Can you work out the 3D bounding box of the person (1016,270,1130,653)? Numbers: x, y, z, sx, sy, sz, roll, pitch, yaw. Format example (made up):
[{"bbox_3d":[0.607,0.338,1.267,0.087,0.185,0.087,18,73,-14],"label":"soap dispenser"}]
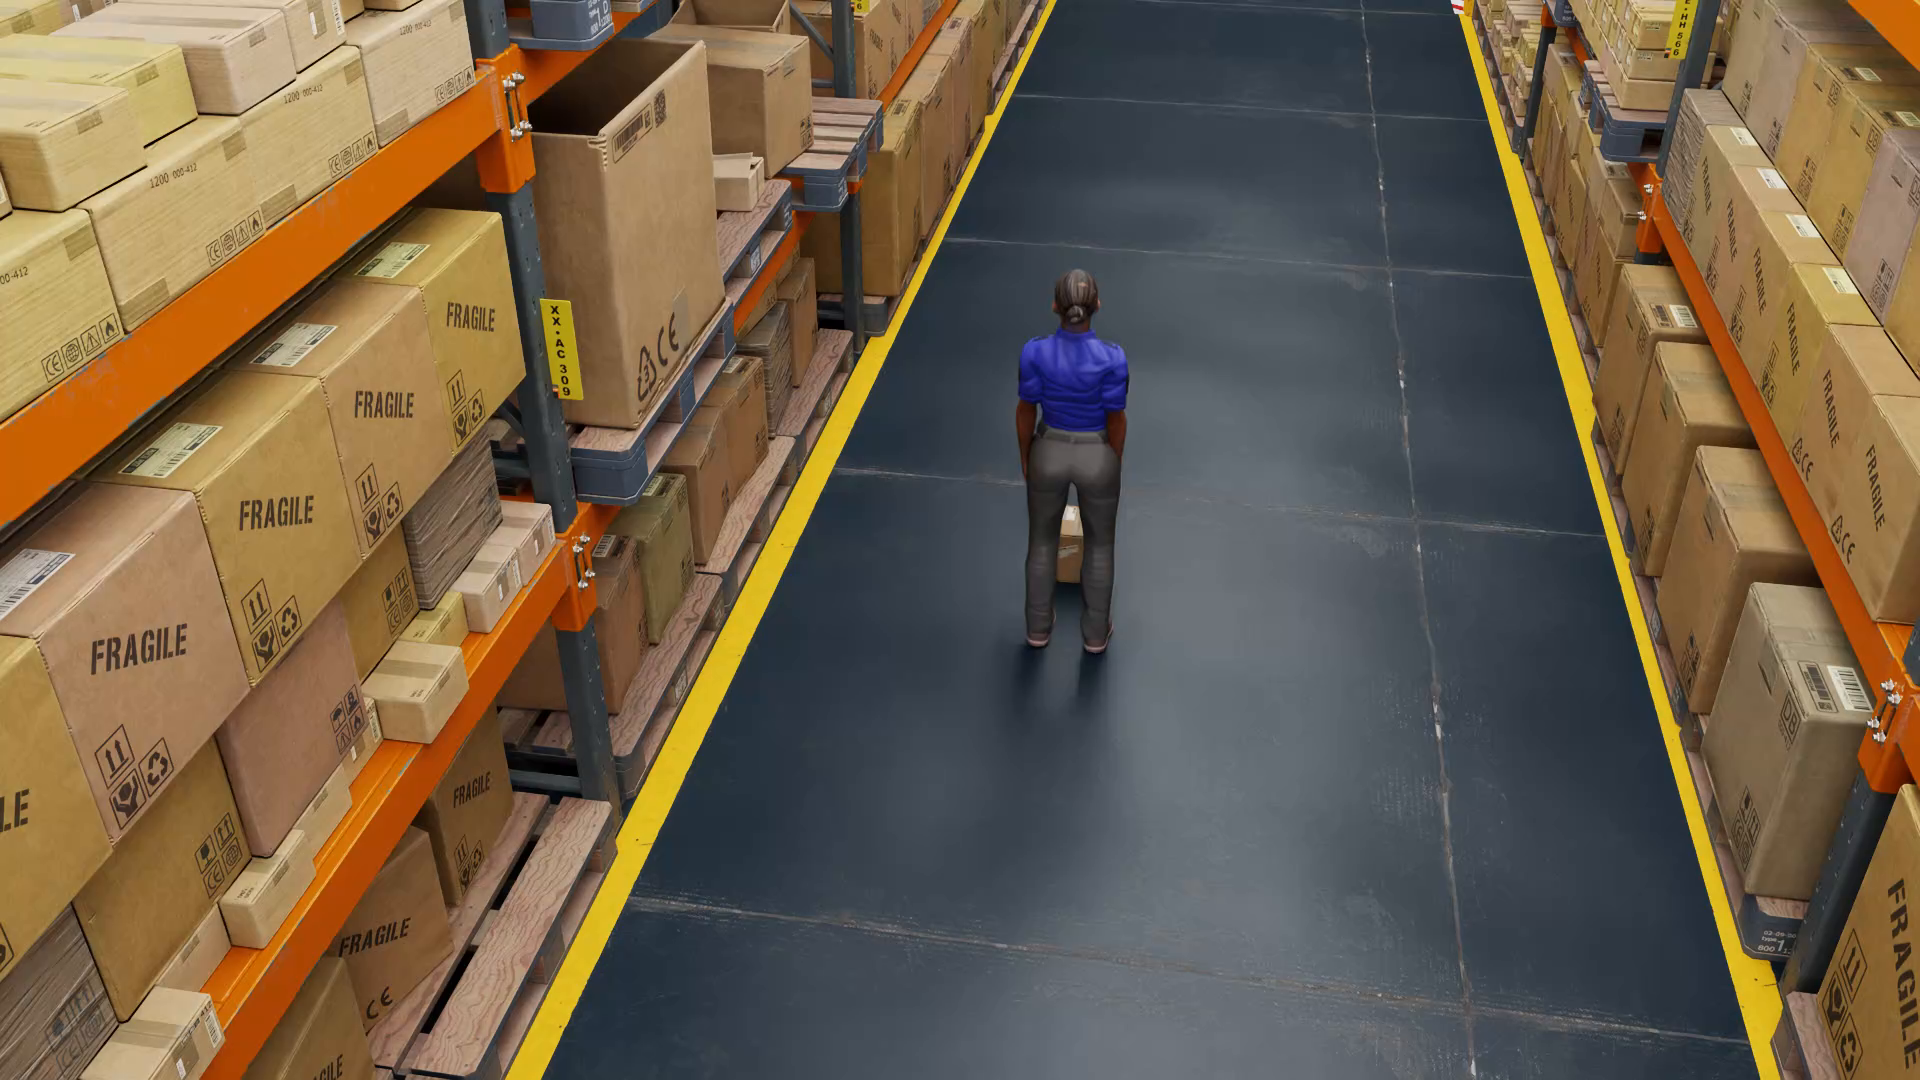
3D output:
[{"bbox_3d":[0.438,-0.304,6.623,0.438,1.655,0.297,6,33,9],"label":"person"}]
